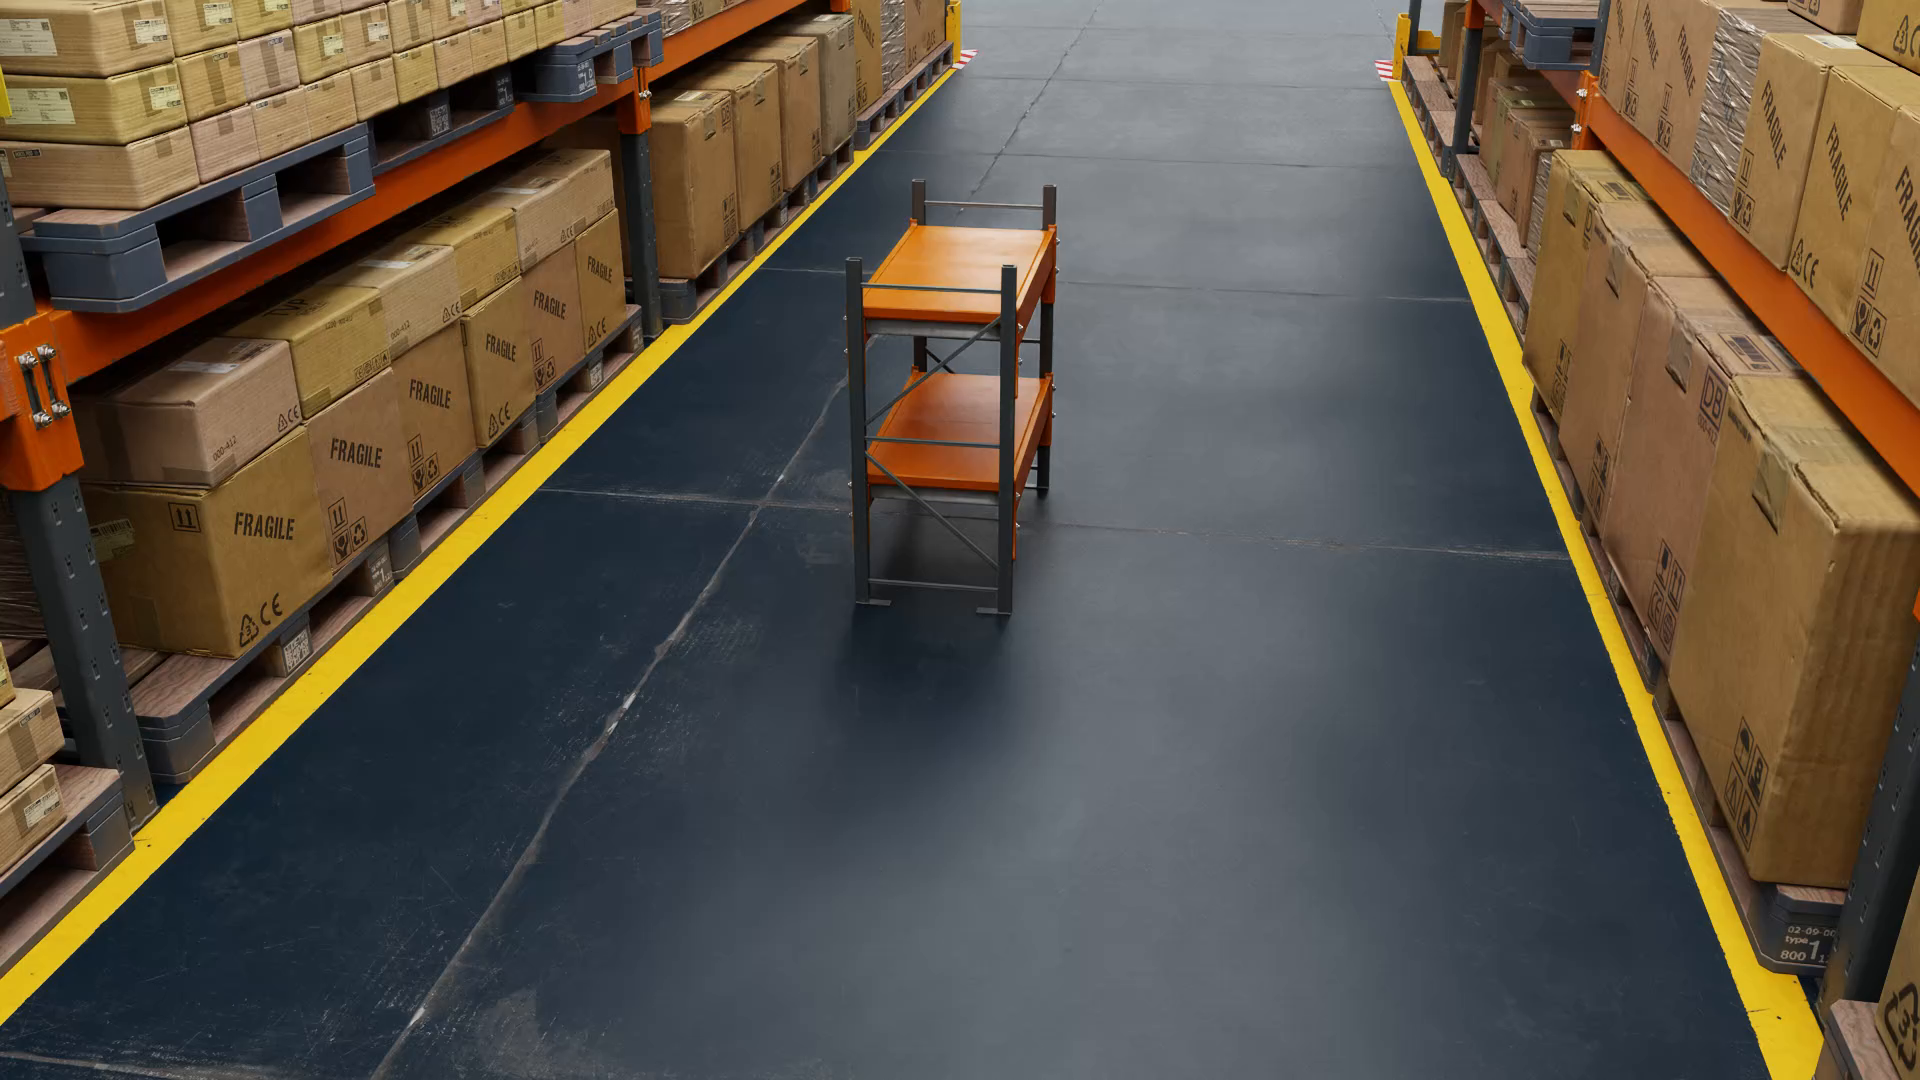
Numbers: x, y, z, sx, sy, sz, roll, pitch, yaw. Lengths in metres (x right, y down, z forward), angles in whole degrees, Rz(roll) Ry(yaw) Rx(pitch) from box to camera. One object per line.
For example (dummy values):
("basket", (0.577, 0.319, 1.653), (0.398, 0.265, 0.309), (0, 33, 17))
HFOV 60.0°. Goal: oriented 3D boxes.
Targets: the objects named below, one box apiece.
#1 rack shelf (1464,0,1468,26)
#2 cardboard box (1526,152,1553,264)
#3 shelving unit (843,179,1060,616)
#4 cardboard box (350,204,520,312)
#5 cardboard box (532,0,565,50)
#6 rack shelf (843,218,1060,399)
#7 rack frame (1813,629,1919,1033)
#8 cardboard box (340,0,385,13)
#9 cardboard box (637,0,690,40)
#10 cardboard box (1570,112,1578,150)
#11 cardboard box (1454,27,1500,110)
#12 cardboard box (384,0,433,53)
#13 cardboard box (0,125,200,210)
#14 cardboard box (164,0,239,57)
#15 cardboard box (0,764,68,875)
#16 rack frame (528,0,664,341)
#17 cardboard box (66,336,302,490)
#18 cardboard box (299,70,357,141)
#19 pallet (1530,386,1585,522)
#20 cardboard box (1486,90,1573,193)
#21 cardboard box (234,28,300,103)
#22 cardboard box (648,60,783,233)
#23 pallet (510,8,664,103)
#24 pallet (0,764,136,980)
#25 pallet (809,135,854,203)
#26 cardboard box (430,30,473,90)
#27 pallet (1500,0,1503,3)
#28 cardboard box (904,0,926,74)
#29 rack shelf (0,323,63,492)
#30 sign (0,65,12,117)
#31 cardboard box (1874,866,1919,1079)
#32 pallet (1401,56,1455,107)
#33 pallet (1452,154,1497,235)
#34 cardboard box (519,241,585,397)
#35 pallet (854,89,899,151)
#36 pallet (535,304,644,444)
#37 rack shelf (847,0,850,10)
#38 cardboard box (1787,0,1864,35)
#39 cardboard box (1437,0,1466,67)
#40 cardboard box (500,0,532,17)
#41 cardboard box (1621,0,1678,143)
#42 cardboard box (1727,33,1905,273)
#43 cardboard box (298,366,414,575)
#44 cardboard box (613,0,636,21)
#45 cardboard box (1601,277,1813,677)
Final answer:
("rack shelf", (3.958, -4.142, 11.909), (1.077, 0.370, 4.000), (4, 25, 9))
("cardboard box", (3.145, -1.540, 7.932), (0.700, 0.500, 0.500), (2, 25, 4))
("shelving unit", (-0.001, -0.507, 5.506), (0.538, 1.125, 1.048), (4, 25, 9))
("cardboard box", (-1.923, -1.014, 5.948), (0.500, 0.250, 0.500), (5, 25, 10))
("cardboard box", (-1.655, -1.867, 6.002), (0.380, 0.149, 0.250), (4, 25, 8))
("rack shelf", (-0.001, -0.772, 5.381), (0.538, 0.278, 1.000), (4, 25, 9))
("rack frame", (2.323, -0.286, 2.822), (1.000, 3.000, 0.127), (4, 25, 9))
("cardboard box", (-1.867, -1.586, 4.698), (0.380, 0.149, 0.250), (4, 25, 8))
("cardboard box", (-1.560, -2.559, 7.560), (0.500, 0.500, 0.500), (4, 25, 9))
("cardboard box", (3.134, -1.870, 7.752), (0.500, 0.250, 0.500), (7, 26, 14))
("cardboard box", (3.846, -3.359, 11.841), (0.500, 0.500, 0.500), (2, 25, 4))
("cardboard box", (-1.826, -1.565, 5.004), (0.380, 0.149, 0.250), (4, 25, 8))
("cardboard box", (-2.035, -0.881, 3.894), (0.380, 0.149, 0.250), (3, 25, 6))
("cardboard box", (-1.996, -1.267, 4.018), (0.380, 0.149, 0.250), (5, 25, 10))
("cardboard box", (-2.281, 0.617, 3.761), (0.380, 0.149, 0.250), (4, 25, 9))
("rack frame", (-1.900, -2.344, 7.220), (1.000, 3.000, 0.127), (4, 25, 9))
("cardboard box", (-2.172, -0.360, 4.549), (0.500, 0.250, 0.500), (3, 25, 6))
("cardboard box", (-1.909, -1.206, 4.590), (0.380, 0.149, 0.250), (4, 25, 9))
("pallet", (2.774, -0.371, 6.294), (1.003, 0.211, 1.213), (4, 25, 9))
("cardboard box", (3.413, -2.245, 9.438), (0.700, 0.500, 0.500), (4, 25, 8))
("cardboard box", (-1.953, -1.232, 4.294), (0.380, 0.149, 0.250), (5, 25, 10))
("cardboard box", (-1.572, -2.130, 8.921), (1.050, 0.750, 0.750), (4, 25, 9))
("pallet", (-1.911, -1.952, 6.608), (1.213, 0.211, 1.003), (4, 25, 9))
("pallet", (-2.628, 0.875, 3.632), (1.003, 0.211, 1.213), (4, 25, 9))
("pallet", (-1.298, -2.426, 10.685), (1.003, 0.211, 1.213), (4, 25, 9))
("cardboard box", (-1.783, -1.532, 5.286), (0.380, 0.149, 0.250), (3, 25, 6))
("pallet", (3.260, -2.702, 8.211), (1.003, 0.211, 1.213), (4, 25, 9))
("cardboard box", (-0.780, -4.262, 13.328), (0.875, 0.875, 0.875), (4, 25, 8))
("rack shelf", (-2.880, 0.491, 2.012), (1.077, 0.370, 4.000), (4, 25, 9))
("sign", (-2.017, -1.029, 3.389), (0.100, 0.325, 0.005), (4, 25, 9))
("cardboard box", (2.137, 0.757, 2.605), (0.875, 0.875, 0.875), (4, 25, 9))
("pallet", (4.105, -3.672, 13.346), (1.003, 0.211, 1.213), (4, 25, 9))
("pallet", (3.505, -2.043, 9.865), (1.003, 0.211, 1.213), (4, 25, 9))
("cardboard box", (-1.838, -0.892, 6.571), (0.500, 0.500, 0.500), (5, 26, 11))
("pallet", (-1.044, -3.067, 12.053), (1.003, 0.211, 1.213), (4, 25, 9))
("pallet", (-2.029, -0.755, 7.113), (1.003, 0.211, 1.213), (4, 25, 9))
("rack shelf", (-0.919, -4.528, 12.734), (1.077, 0.370, 4.000), (4, 25, 9))
("cardboard box", (2.629, -1.600, 4.329), (0.797, 0.503, 0.637), (5, 26, 10))
("cardboard box", (4.166, -4.102, 13.429), (0.500, 0.500, 0.500), (9, 27, 18))
("cardboard box", (-1.698, -1.887, 5.693), (0.380, 0.149, 0.250), (4, 25, 8))
("cardboard box", (2.547, -1.603, 5.519), (0.500, 0.500, 0.500), (3, 25, 7))
("cardboard box", (2.297, -0.971, 4.168), (0.500, 0.500, 0.500), (4, 25, 8))
("cardboard box", (-2.086, -0.242, 5.181), (0.500, 0.500, 0.500), (5, 26, 11))
("cardboard box", (-1.527, -2.183, 6.676), (0.380, 0.149, 0.250), (4, 25, 9))
("cardboard box", (2.554, -0.156, 4.556), (1.225, 0.875, 0.875), (3, 25, 7))
